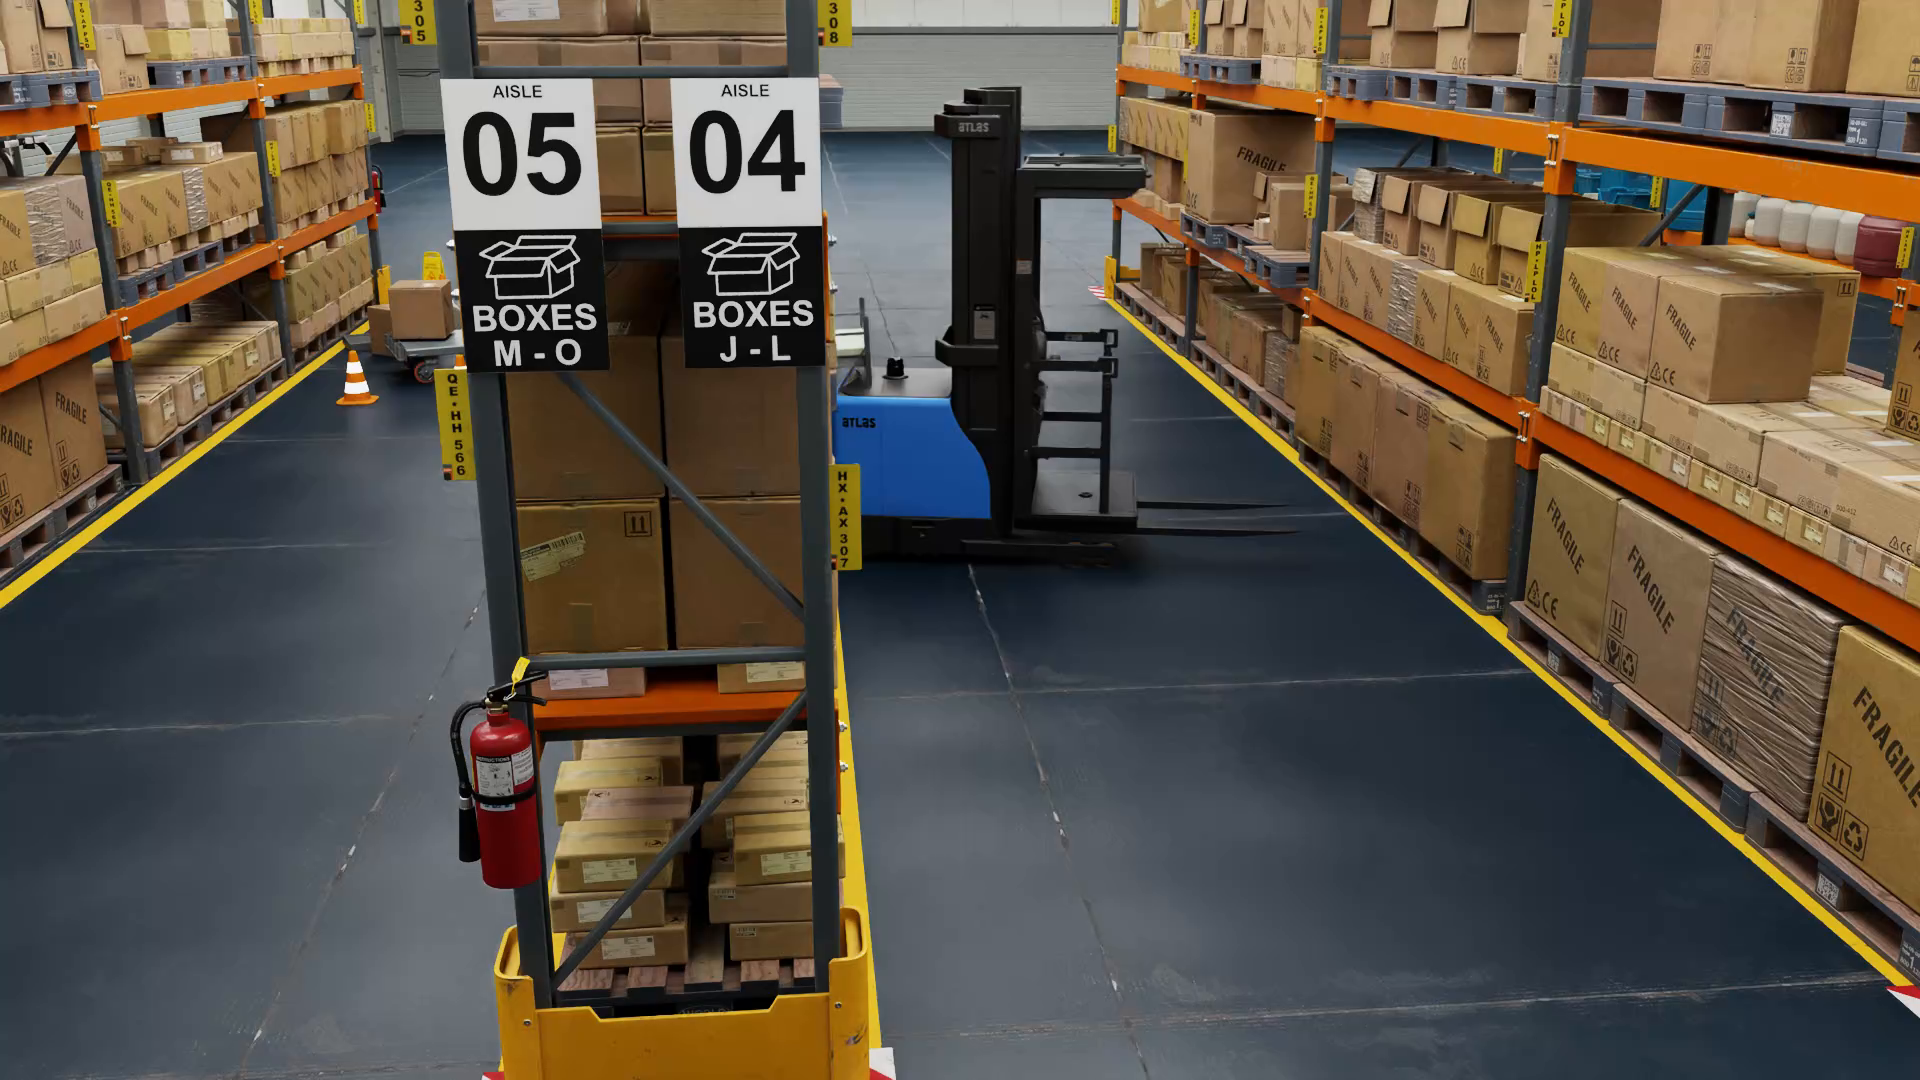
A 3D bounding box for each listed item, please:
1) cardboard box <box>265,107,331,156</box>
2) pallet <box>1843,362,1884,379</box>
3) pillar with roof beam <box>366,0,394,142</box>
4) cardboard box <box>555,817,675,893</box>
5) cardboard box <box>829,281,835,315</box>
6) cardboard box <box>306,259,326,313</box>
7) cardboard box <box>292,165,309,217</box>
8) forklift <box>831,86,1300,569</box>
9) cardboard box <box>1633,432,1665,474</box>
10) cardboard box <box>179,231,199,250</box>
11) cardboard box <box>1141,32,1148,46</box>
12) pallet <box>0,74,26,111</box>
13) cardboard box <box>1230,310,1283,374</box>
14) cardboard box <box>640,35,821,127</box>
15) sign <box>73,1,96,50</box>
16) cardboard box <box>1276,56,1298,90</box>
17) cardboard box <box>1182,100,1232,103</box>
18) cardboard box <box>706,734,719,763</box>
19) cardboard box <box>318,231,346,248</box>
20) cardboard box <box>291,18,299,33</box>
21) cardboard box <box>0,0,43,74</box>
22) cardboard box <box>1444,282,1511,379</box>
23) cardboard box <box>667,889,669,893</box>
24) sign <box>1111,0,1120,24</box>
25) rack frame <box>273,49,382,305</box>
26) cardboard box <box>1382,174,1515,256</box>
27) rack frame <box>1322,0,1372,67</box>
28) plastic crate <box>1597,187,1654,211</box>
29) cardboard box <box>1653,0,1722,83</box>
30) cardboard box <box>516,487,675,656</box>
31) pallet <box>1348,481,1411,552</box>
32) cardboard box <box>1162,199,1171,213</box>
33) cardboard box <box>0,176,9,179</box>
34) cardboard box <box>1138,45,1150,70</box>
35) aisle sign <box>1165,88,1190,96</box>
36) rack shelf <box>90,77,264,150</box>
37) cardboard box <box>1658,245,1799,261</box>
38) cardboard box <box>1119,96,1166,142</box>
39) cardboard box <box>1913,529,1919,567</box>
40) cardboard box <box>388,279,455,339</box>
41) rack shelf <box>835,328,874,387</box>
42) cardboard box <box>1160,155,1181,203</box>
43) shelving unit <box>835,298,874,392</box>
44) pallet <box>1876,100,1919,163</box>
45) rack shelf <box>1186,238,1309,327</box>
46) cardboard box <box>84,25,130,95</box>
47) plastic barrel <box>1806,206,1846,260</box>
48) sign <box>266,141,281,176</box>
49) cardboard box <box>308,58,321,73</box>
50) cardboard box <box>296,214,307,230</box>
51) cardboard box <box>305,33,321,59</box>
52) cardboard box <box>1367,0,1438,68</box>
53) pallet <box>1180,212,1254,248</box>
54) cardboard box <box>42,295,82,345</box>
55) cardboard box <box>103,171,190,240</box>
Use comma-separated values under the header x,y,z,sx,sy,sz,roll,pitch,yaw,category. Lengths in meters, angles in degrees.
x,y,z,sx,sy,sz,roll,pitch,yaw,category
-7.064,-4.289,17.496,0.700,0.500,0.500,-2,18,-6,cardboard box
7.998,-1.560,15.793,1.003,0.211,1.213,-2,18,-6,pallet
-12.021,-15.764,46.365,9.100,9.000,0.400,-2,18,-6,pillar with roof beam
-1.190,1.090,5.763,0.380,0.149,0.250,-2,17,-5,cardboard box
-0.879,-1.324,9.111,0.380,0.149,0.250,-1,17,-3,cardboard box
-6.894,-2.618,17.145,0.500,0.500,0.500,-1,17,-3,cardboard box
-6.878,-3.506,16.675,0.500,0.500,0.500,-2,18,-6,cardboard box
0.689,-1.380,10.680,3.031,2.935,1.130,2,17,5,forklift
3.458,-0.421,7.931,0.380,0.149,0.250,-2,18,-6,cardboard box
-6.589,-2.503,13.859,0.380,0.149,0.250,-1,17,-4,cardboard box
2.266,-5.679,18.836,0.380,0.149,0.250,-2,18,-6,cardboard box
-6.385,-2.654,9.931,1.003,0.211,1.213,-1,17,-3,pallet
2.953,-1.859,15.529,0.700,0.500,0.500,-3,18,-10,cardboard box
-0.672,-1.376,4.960,0.500,0.250,0.500,-1,17,-5,cardboard box
-6.069,-3.567,11.527,0.100,0.325,0.005,-2,18,-6,sign
2.878,-3.784,13.464,0.500,0.250,0.500,-2,18,-6,cardboard box
2.819,-4.739,18.931,0.500,0.500,0.500,-2,18,-6,cardboard box
-0.877,0.829,7.091,0.380,0.149,0.250,-1,17,-3,cardboard box
-6.952,-3.284,18.185,0.380,0.149,0.250,-1,17,-3,cardboard box
-6.931,-5.210,16.845,0.380,0.149,0.250,-2,18,-6,cardboard box
-6.331,-3.227,10.571,0.700,0.500,0.500,-3,18,-8,cardboard box
3.284,-1.277,10.070,0.500,0.500,0.500,-1,17,-4,cardboard box
-1.273,1.300,6.087,0.380,0.149,0.250,-1,17,-4,cardboard box
1.870,-6.357,19.952,0.100,0.325,0.005,-2,18,-6,sign
-7.447,-4.220,19.611,1.000,3.000,0.127,-2,18,-6,rack frame
3.359,-2.256,11.515,0.797,0.503,0.637,-1,17,-4,cardboard box
3.235,-5.005,12.096,1.000,3.000,0.127,-2,18,-6,rack frame
7.365,-3.738,18.323,0.499,0.251,0.616,-2,18,-6,plastic crate
3.788,-2.447,7.919,0.700,0.500,0.500,-3,18,-9,cardboard box
-1.186,0.048,5.352,0.500,0.500,0.500,-1,17,-5,cardboard box
3.364,-0.212,11.501,1.003,0.211,1.213,-2,18,-6,pallet
2.428,-3.643,18.194,0.380,0.149,0.250,-2,18,-6,cardboard box
-6.814,-2.207,11.362,0.500,0.500,0.500,-2,18,-7,cardboard box
2.309,-5.433,18.717,0.500,0.250,0.500,-2,18,-6,cardboard box
2.702,-5.794,20.285,0.394,0.787,0.004,-2,18,-6,aisle sign
-6.828,-3.520,13.575,1.077,0.370,4.000,-2,18,-6,rack shelf
3.961,-1.250,8.654,0.500,0.500,0.500,-1,17,-4,cardboard box
2.196,-5.021,19.828,0.500,0.500,0.500,-2,18,-6,cardboard box
3.746,0.034,5.814,0.500,0.250,0.500,-2,18,-7,cardboard box
-5.267,-2.261,16.280,0.500,0.500,0.500,-2,18,-6,cardboard box
-0.797,-1.164,10.934,0.431,0.370,0.720,-4,18,-4,rack shelf
2.669,-3.956,18.106,0.875,0.500,0.500,-2,18,-6,cardboard box
-0.783,-0.792,11.053,0.431,1.500,0.755,-4,18,-4,shelving unit
3.973,-1.369,5.669,1.003,0.211,1.213,-2,18,-6,pallet
3.029,-2.395,15.000,1.077,0.370,4.000,-2,18,-6,rack shelf
-6.710,-3.598,12.455,0.700,0.500,0.500,-2,18,-6,cardboard box
7.800,-2.774,14.820,0.421,0.512,0.421,0,17,0,plastic barrel
-6.483,-3.599,15.700,0.100,0.325,0.005,-2,18,-6,sign
-6.929,-4.977,17.435,0.380,0.149,0.250,-2,18,-6,cardboard box
-6.874,-3.239,16.905,0.380,0.149,0.250,-1,17,-4,cardboard box
-6.963,-5.123,17.232,0.500,0.250,0.500,-2,18,-5,cardboard box
3.370,-3.644,11.895,0.797,0.503,0.637,-1,17,-2,cardboard box
2.757,-3.011,16.079,1.003,0.211,1.213,-2,18,-6,pallet
-6.243,-1.471,11.104,0.500,0.250,0.500,-1,17,-5,cardboard box
-6.560,-2.681,13.344,0.500,0.500,0.500,-1,17,-5,cardboard box
